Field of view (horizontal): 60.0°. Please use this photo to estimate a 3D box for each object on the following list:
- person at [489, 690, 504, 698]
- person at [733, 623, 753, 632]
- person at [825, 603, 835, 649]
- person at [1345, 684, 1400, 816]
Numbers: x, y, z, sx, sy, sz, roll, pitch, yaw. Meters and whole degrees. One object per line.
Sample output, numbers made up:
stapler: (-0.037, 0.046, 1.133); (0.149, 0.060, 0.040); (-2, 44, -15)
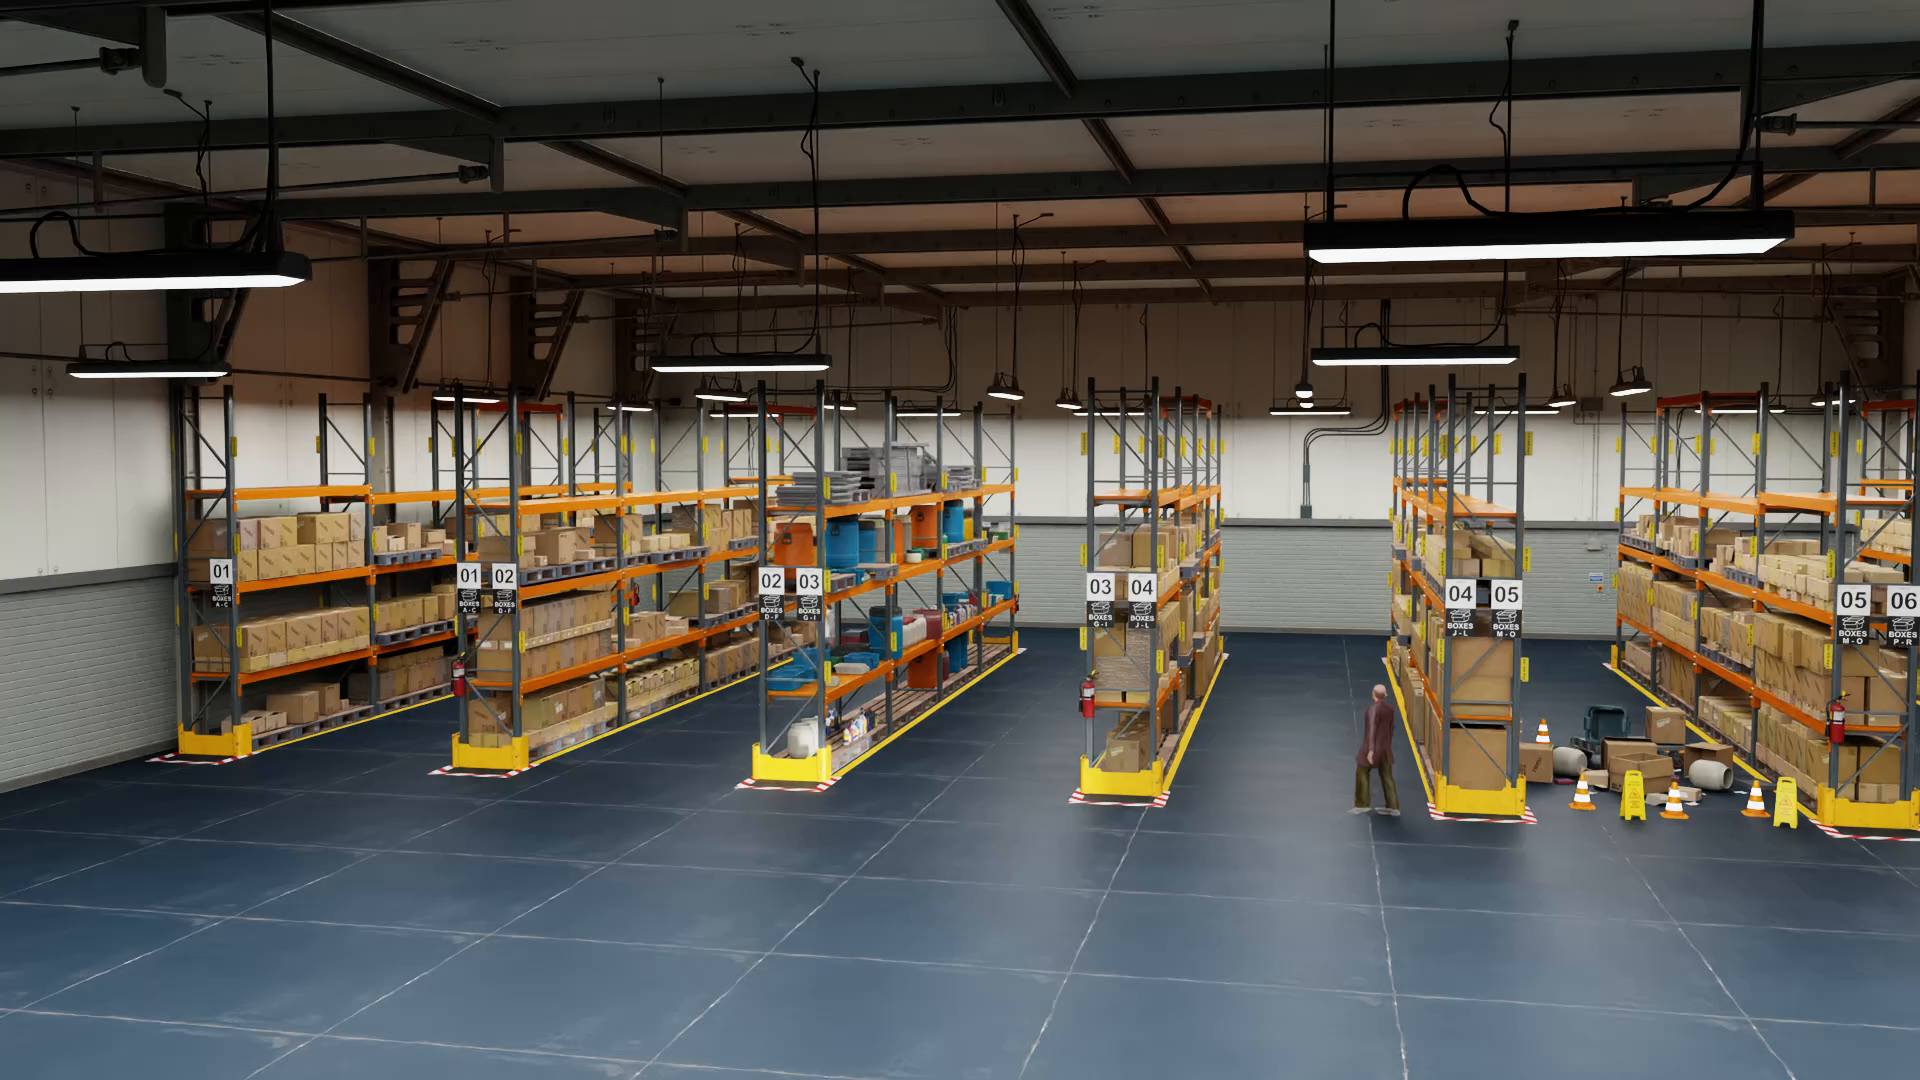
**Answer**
person: (-8.615, 2.415, 31.131); (0.561, 1.737, 0.675); (-1, 3, -9)
person: (-5.568, 1.737, 42.340); (0.668, 1.723, 1.034); (1, 3, 13)
person: (-2.872, 2.103, 35.885); (0.546, 1.765, 0.542); (2, 4, 28)
person: (5.703, 2.928, 22.616); (0.656, 1.720, 0.668); (-2, 4, -33)
